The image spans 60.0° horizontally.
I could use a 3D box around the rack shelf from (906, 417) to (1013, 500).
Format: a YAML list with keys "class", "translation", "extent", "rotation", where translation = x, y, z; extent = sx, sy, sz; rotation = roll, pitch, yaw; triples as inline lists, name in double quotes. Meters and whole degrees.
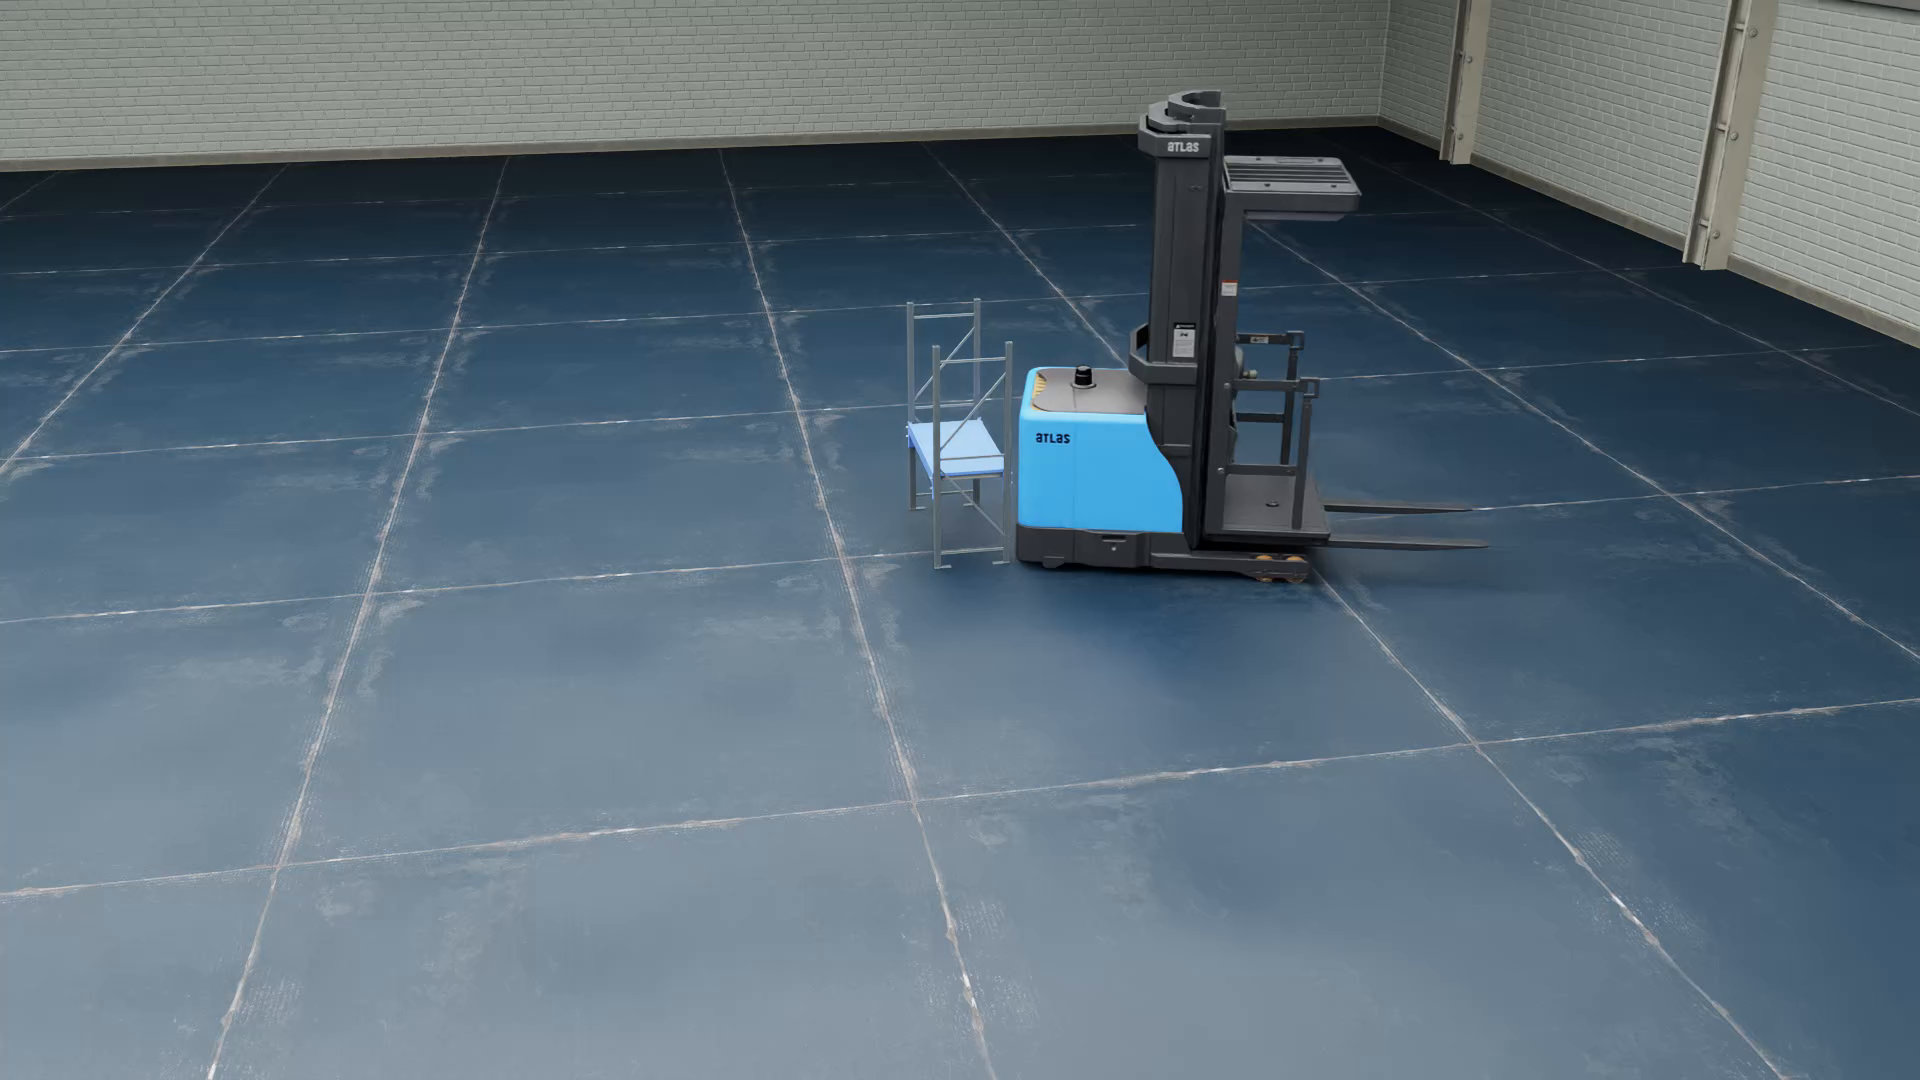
- class: "rack shelf"
  translation: [-0.016, -0.556, 11.099]
  extent: [0.538, 0.185, 1.000]
  rotation: [-4, 24, -10]

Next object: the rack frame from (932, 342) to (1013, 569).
- class: "rack frame"
  translation: [0.078, -0.521, 10.569]
  extent: [0.500, 1.500, 0.032]
  rotation: [-4, 24, -10]

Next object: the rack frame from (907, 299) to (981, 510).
- class: "rack frame"
  translation: [-0.110, -0.921, 11.484]
  extent: [0.500, 1.500, 0.032]
  rotation: [-4, 24, -10]

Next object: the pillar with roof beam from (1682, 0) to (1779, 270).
- class: "pillar with roof beam"
  translation: [3.883, -6.799, 15.575]
  extent: [9.100, 9.000, 0.400]
  rotation: [-4, 24, -10]

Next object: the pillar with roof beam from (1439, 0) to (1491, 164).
- class: "pillar with roof beam"
  translation: [2.773, -9.159, 20.978]
  extent: [9.100, 9.000, 0.400]
  rotation: [-4, 24, -10]

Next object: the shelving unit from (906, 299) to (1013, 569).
- class: "shelving unit"
  translation: [-0.016, -0.721, 11.027]
  extent: [0.538, 1.500, 1.048]
  rotation: [-4, 24, -10]

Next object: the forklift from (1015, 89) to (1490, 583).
- class: "forklift"
  translation: [1.910, -1.292, 10.547]
  extent: [3.031, 2.935, 1.130]
  rotation: [2, 24, 5]
